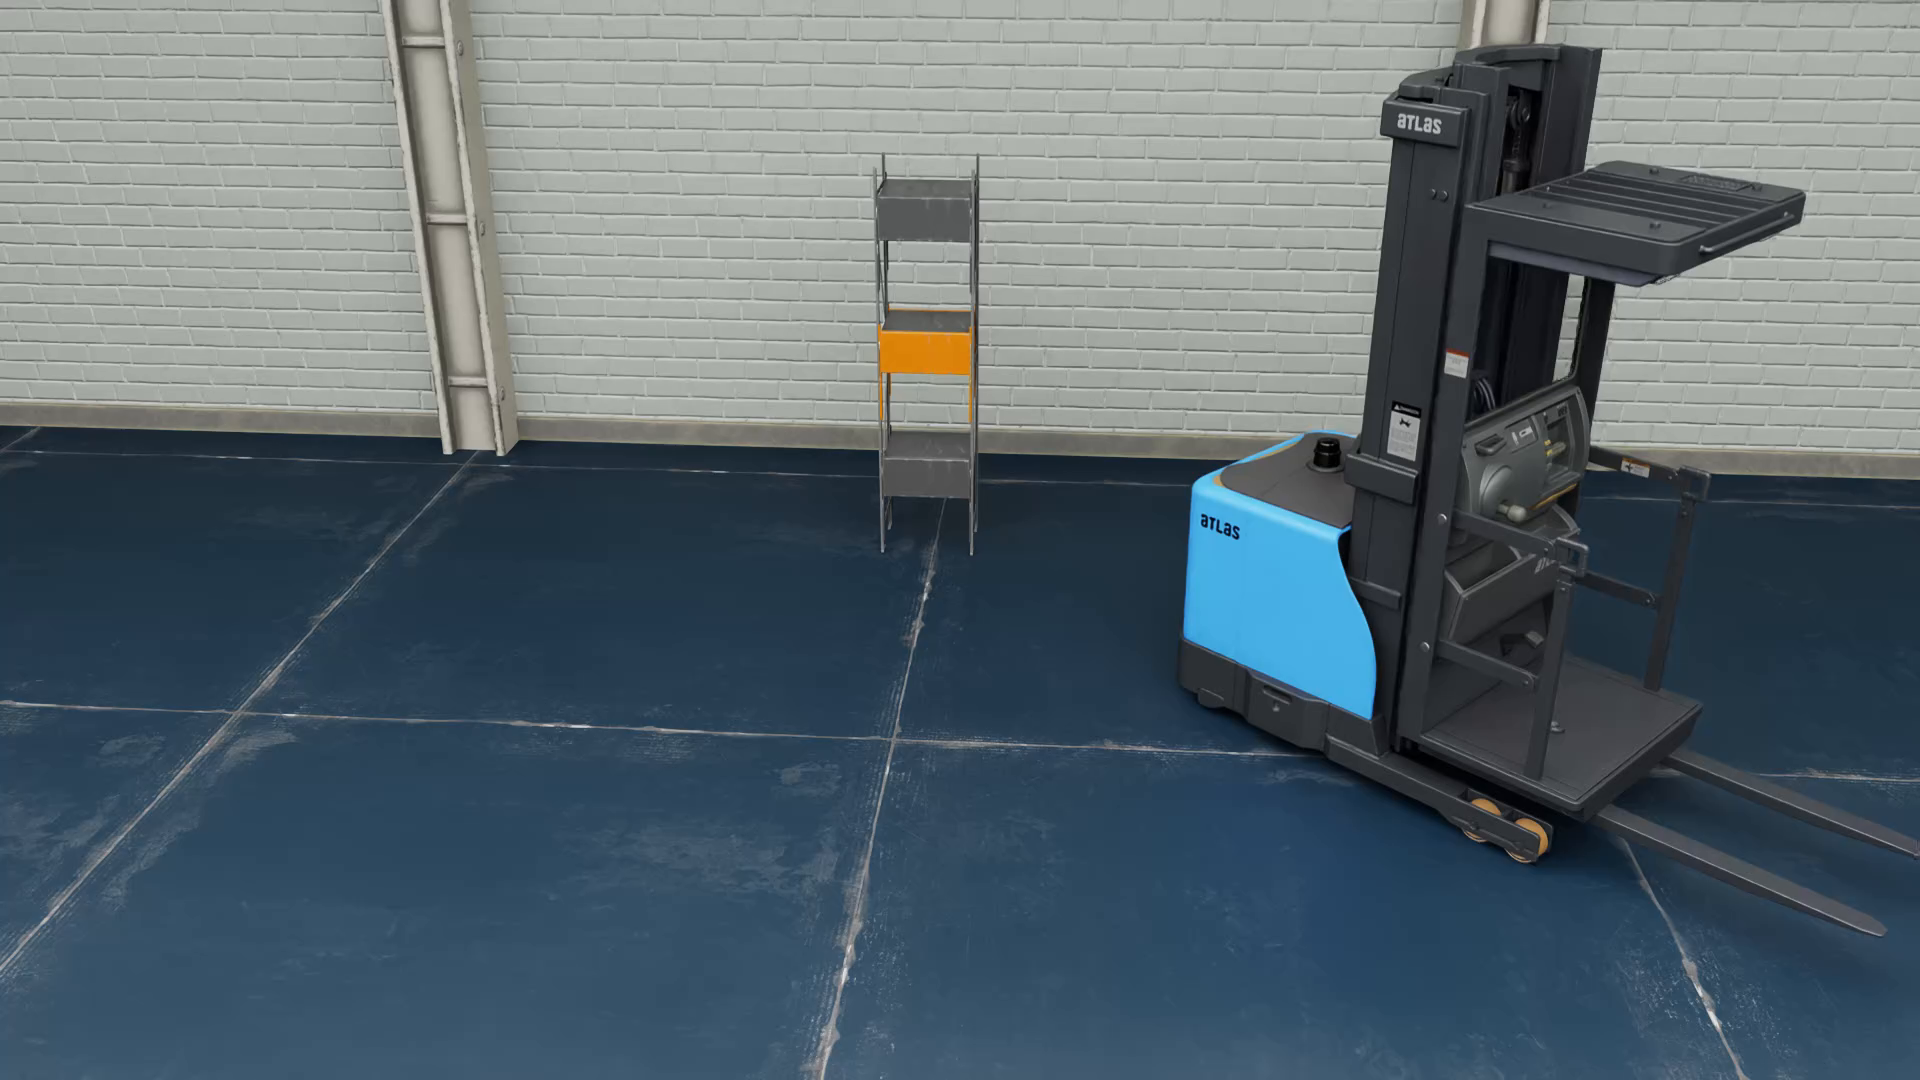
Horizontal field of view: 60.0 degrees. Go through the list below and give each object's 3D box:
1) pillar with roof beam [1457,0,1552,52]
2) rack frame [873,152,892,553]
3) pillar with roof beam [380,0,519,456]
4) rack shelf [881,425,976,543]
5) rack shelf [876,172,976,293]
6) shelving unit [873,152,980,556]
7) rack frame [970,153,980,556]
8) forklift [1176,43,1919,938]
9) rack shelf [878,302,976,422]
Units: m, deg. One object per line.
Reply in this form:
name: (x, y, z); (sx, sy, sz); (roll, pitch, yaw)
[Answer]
pillar with roof beam: (2.622, -2.699, 4.350); (0.400, 9.000, 9.100); (2, 25, 4)
rack frame: (-0.408, -0.967, 8.840); (0.015, 2.100, 0.400); (2, 25, 4)
pillar with roof beam: (-3.360, -2.891, 4.767); (0.400, 9.000, 9.100); (2, 25, 4)
rack shelf: (-0.165, -0.311, 9.121); (0.480, 0.518, 0.431); (2, 25, 4)
rack shelf: (-0.165, -1.583, 8.536); (0.480, 0.518, 0.431); (2, 25, 4)
shelving unit: (-0.165, -0.959, 8.823); (0.503, 2.100, 0.431); (2, 25, 4)
rack frame: (0.078, -0.951, 8.806); (0.015, 2.100, 0.400); (2, 25, 4)
forklift: (2.380, -0.313, 6.424); (1.130, 2.935, 3.031); (-22, 32, -39)
rack shelf: (-0.165, -0.947, 8.828); (0.480, 0.518, 0.431); (2, 25, 4)
